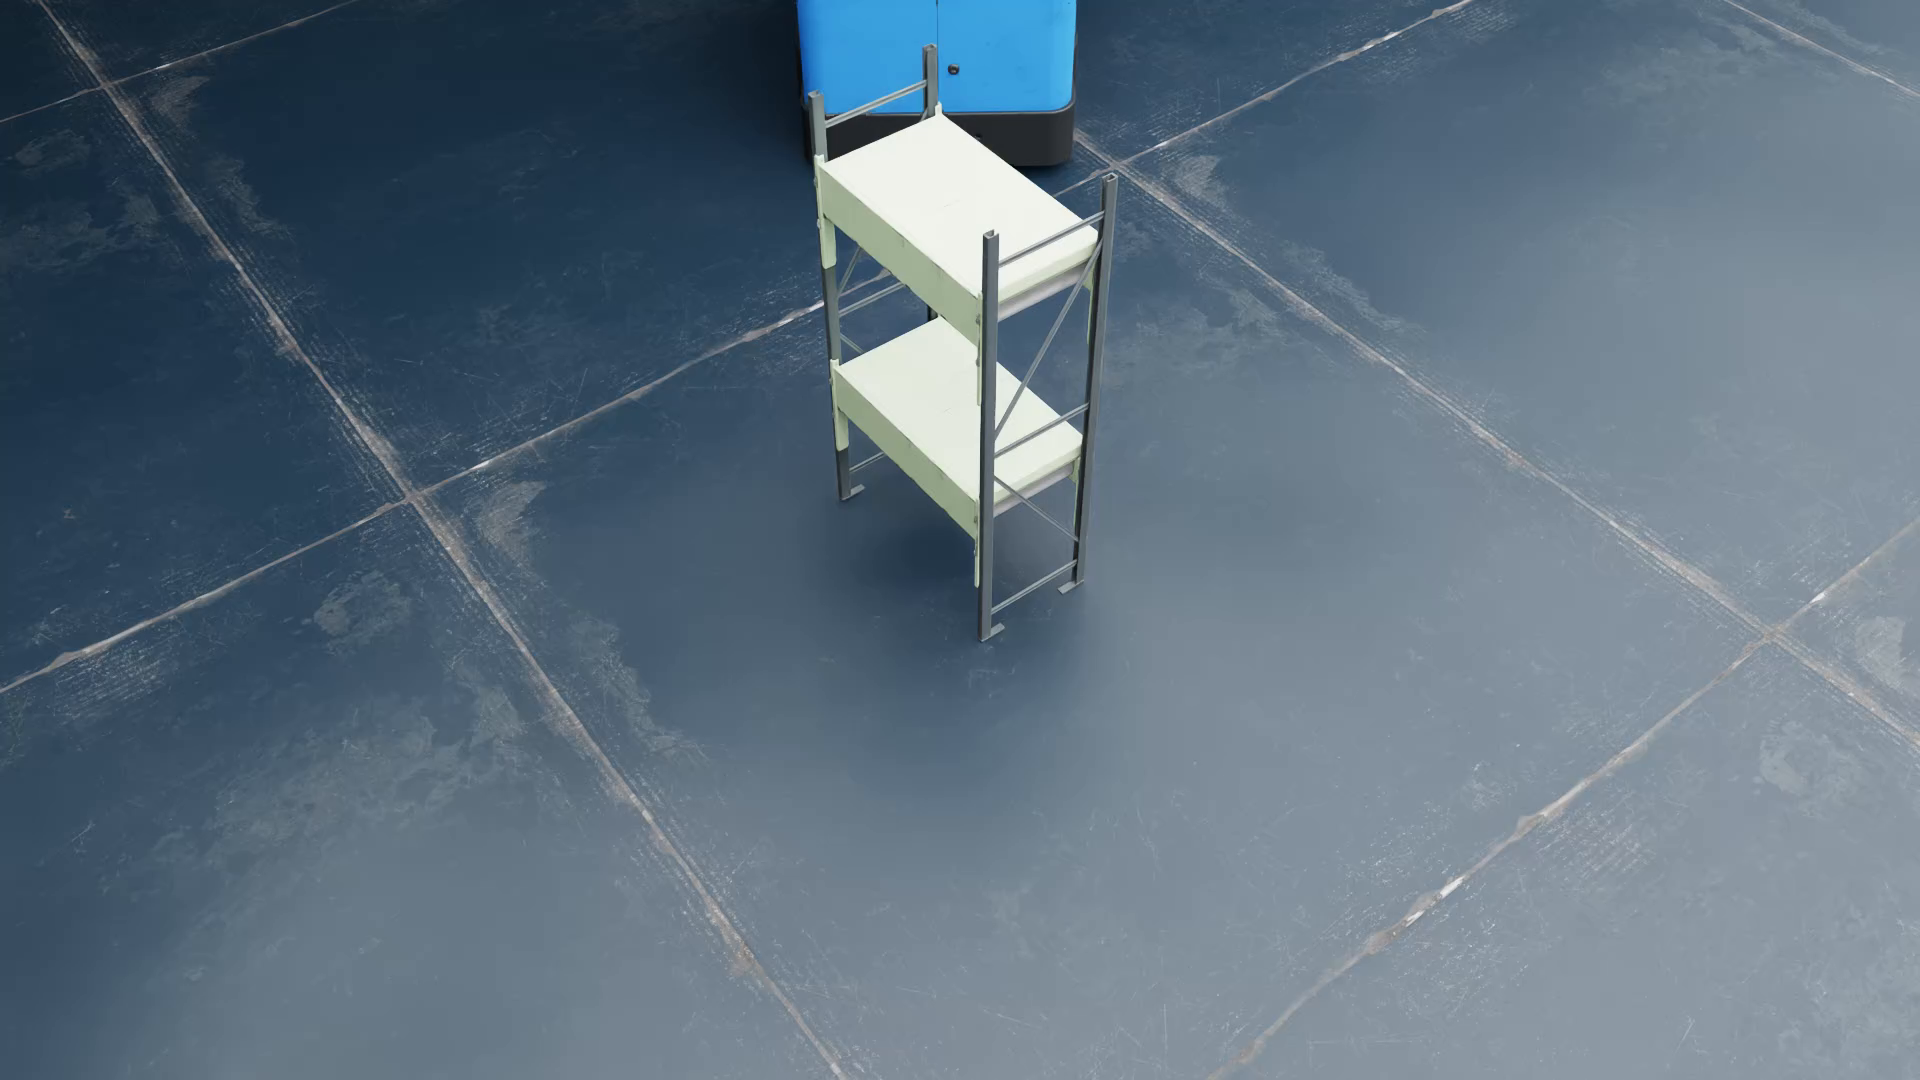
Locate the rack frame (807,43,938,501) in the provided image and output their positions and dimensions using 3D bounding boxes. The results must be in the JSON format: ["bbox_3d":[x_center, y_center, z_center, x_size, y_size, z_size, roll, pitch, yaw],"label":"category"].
[{"bbox_3d":[-0.226,-0.723,4.894,0.400,1.500,0.023,-29,54,-24],"label":"rack frame"}]

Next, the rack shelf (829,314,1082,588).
[{"bbox_3d":[-0.004,-0.289,4.939,0.431,0.370,0.720,-29,54,-24],"label":"rack shelf"}]

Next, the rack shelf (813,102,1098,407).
[{"bbox_3d":[-0.004,-0.770,4.409,0.431,0.370,0.720,-29,54,-24],"label":"rack shelf"}]

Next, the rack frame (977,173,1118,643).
[{"bbox_3d":[0.218,-0.292,4.502,0.400,1.500,0.023,-29,54,-24],"label":"rack frame"}]

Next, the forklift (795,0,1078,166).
[{"bbox_3d":[-0.115,-3.506,6.450,1.130,2.935,3.031,-1,48,-1],"label":"forklift"}]

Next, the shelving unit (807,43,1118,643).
[{"bbox_3d":[-0.004,-0.508,4.698,0.431,1.500,0.755,-29,54,-24],"label":"shelving unit"}]
